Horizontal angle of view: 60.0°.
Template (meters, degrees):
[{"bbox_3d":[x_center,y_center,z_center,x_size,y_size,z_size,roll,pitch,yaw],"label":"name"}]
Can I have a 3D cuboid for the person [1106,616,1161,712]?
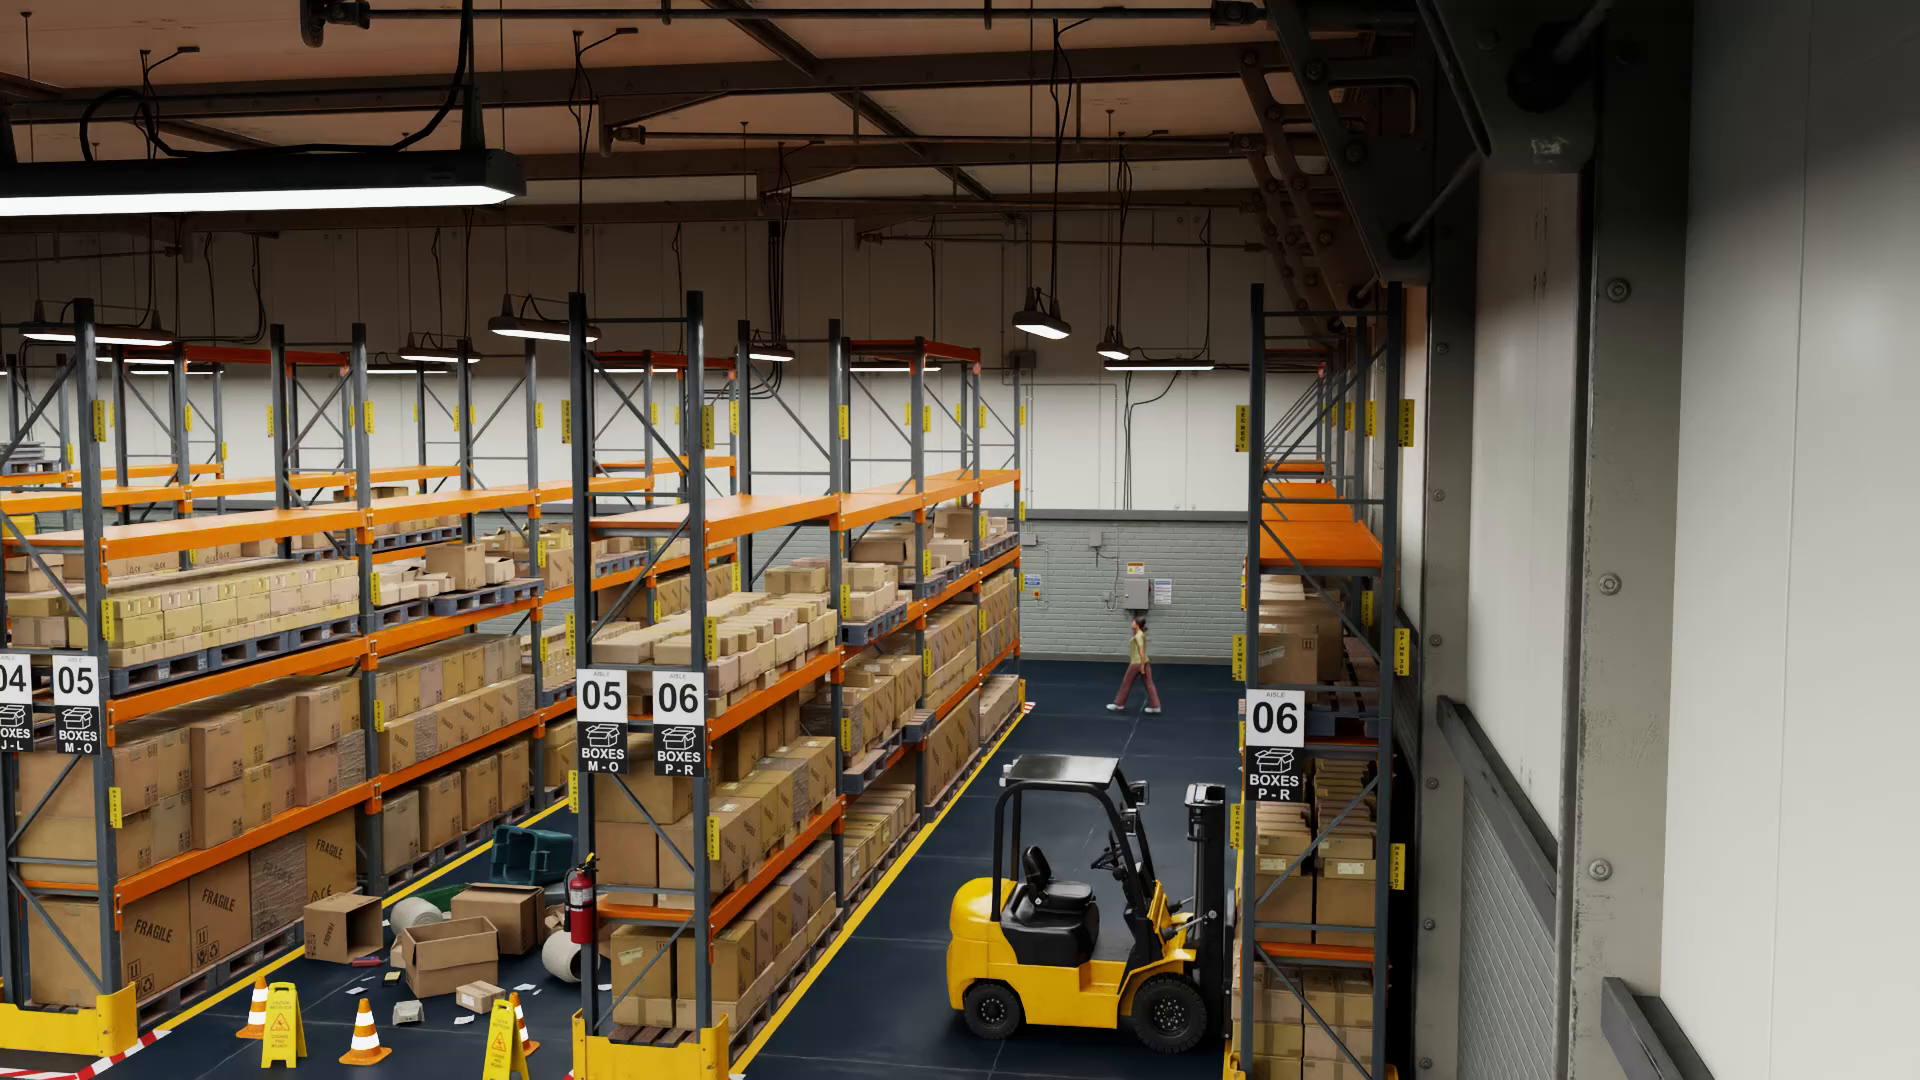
[{"bbox_3d":[2.986,2.076,28.072,0.979,1.606,0.433,3,6,37],"label":"person"}]
